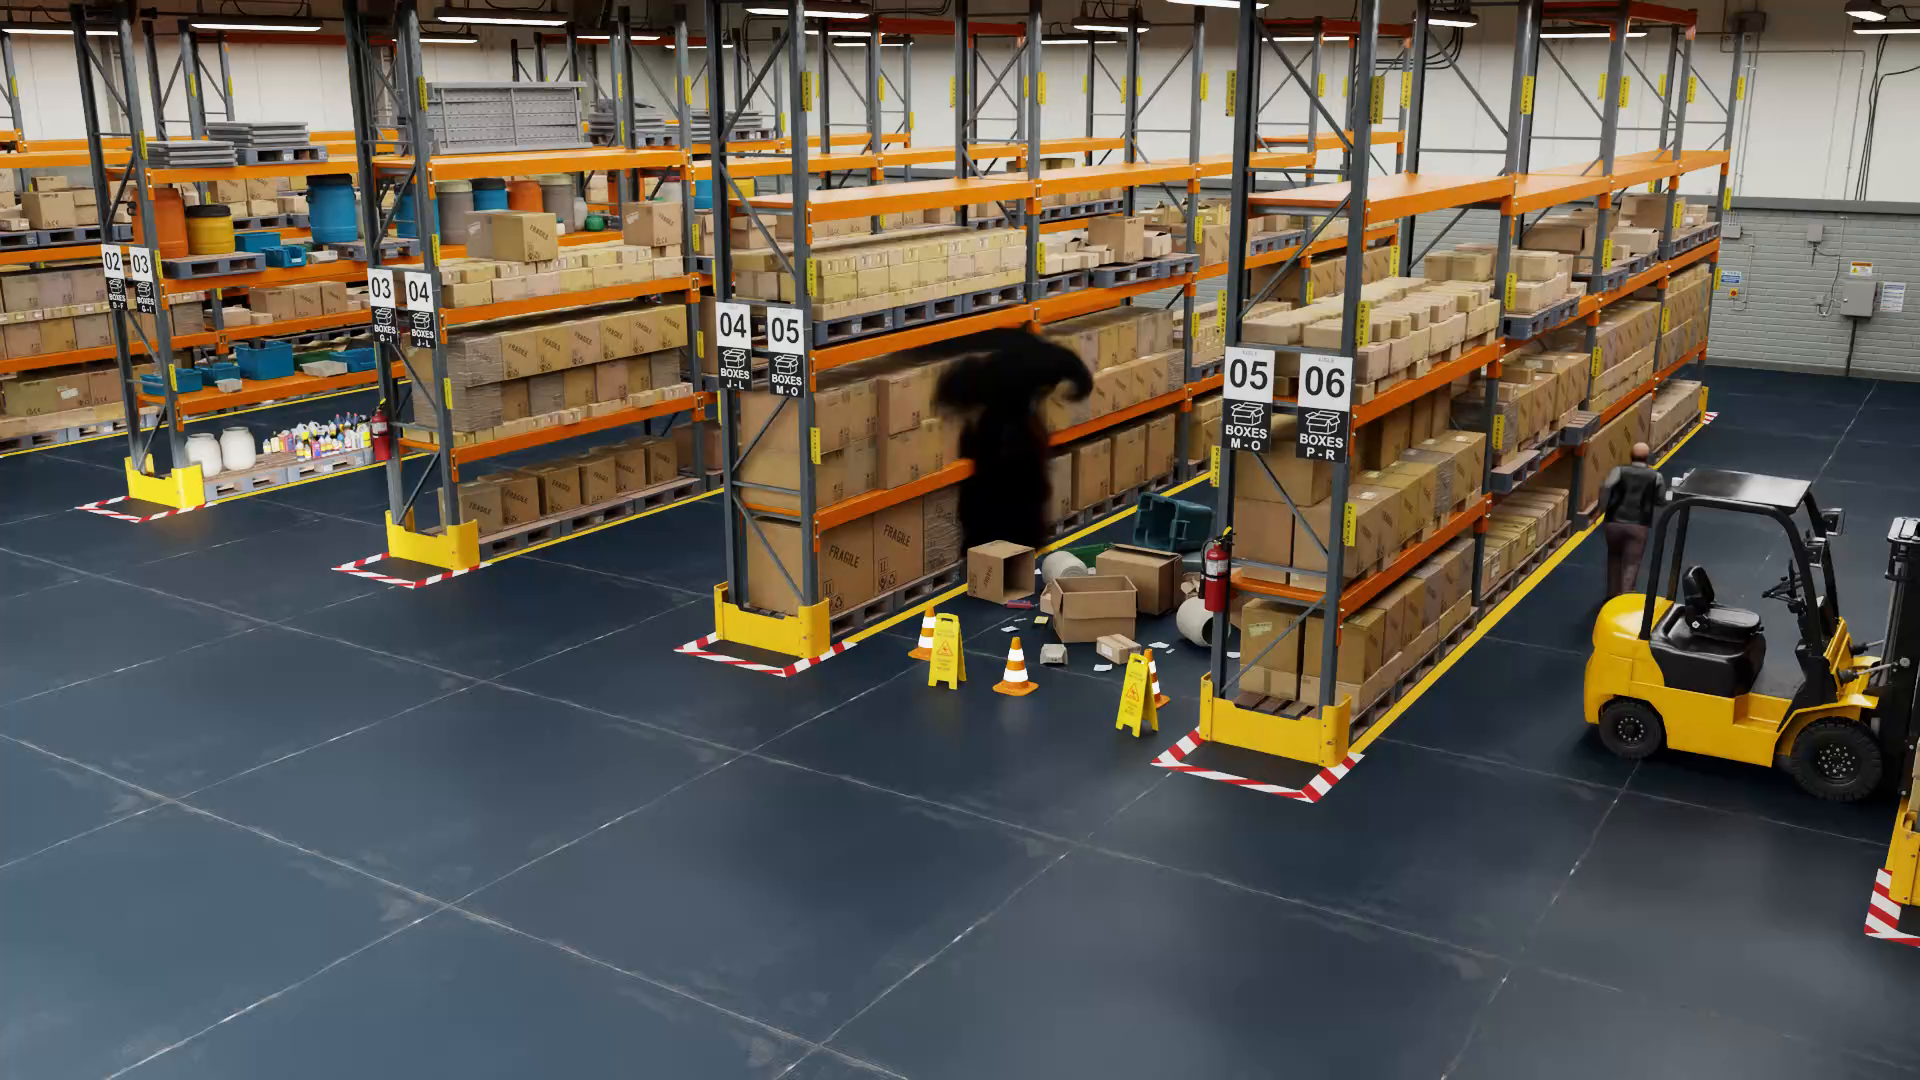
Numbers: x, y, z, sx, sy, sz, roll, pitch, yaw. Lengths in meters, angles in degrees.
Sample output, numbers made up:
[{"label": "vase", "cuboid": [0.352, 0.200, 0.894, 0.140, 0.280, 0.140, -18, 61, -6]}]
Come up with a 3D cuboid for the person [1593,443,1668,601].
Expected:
[{"label": "person", "cuboid": [6.590, -0.095, 16.413, 0.650, 1.693, 0.977, 8, 18, 27]}]
